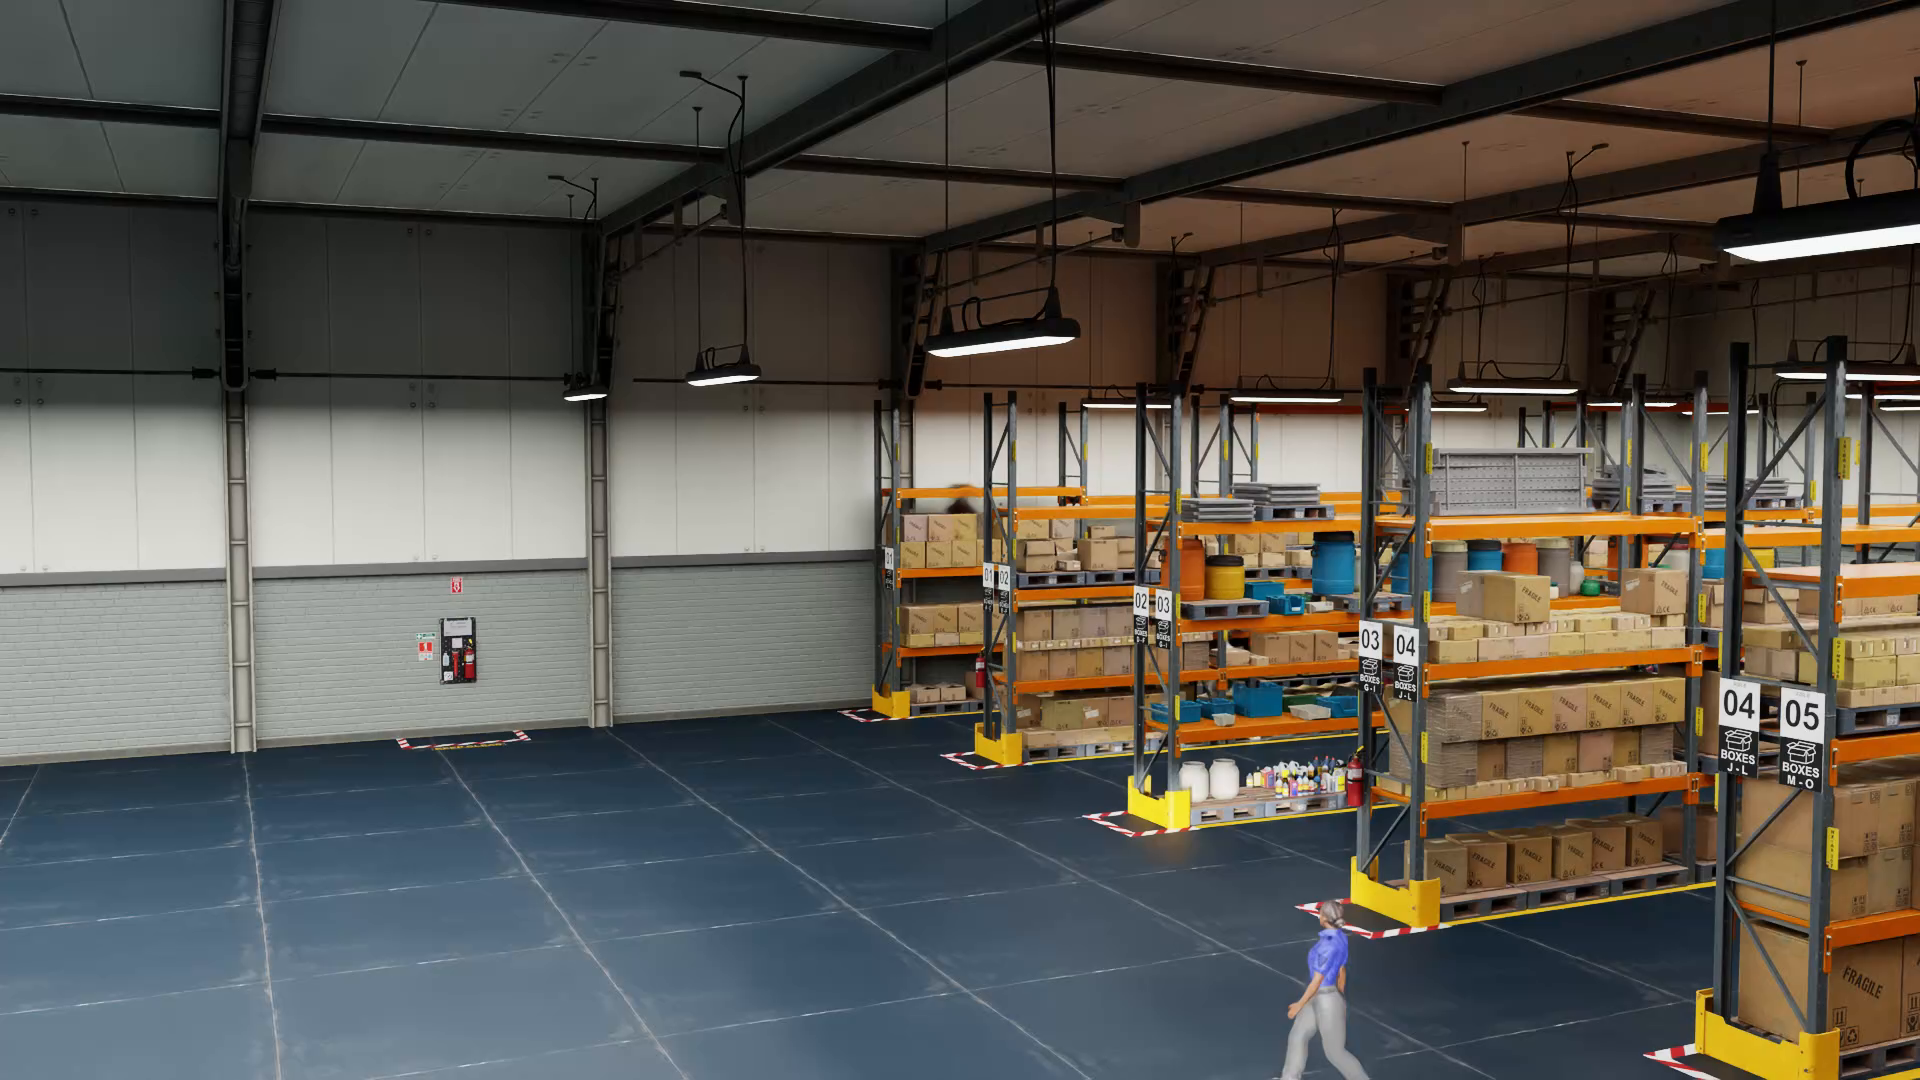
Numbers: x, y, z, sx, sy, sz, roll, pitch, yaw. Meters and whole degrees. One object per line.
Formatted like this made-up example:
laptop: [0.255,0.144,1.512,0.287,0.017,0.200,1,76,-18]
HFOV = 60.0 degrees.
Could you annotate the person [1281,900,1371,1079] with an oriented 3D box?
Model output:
person: [2.798,3.601,12.918,0.920,1.601,0.420,0,3,0]

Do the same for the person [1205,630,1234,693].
person: [4.875,2.513,31.027,0.947,1.795,0.567,-1,4,-23]
